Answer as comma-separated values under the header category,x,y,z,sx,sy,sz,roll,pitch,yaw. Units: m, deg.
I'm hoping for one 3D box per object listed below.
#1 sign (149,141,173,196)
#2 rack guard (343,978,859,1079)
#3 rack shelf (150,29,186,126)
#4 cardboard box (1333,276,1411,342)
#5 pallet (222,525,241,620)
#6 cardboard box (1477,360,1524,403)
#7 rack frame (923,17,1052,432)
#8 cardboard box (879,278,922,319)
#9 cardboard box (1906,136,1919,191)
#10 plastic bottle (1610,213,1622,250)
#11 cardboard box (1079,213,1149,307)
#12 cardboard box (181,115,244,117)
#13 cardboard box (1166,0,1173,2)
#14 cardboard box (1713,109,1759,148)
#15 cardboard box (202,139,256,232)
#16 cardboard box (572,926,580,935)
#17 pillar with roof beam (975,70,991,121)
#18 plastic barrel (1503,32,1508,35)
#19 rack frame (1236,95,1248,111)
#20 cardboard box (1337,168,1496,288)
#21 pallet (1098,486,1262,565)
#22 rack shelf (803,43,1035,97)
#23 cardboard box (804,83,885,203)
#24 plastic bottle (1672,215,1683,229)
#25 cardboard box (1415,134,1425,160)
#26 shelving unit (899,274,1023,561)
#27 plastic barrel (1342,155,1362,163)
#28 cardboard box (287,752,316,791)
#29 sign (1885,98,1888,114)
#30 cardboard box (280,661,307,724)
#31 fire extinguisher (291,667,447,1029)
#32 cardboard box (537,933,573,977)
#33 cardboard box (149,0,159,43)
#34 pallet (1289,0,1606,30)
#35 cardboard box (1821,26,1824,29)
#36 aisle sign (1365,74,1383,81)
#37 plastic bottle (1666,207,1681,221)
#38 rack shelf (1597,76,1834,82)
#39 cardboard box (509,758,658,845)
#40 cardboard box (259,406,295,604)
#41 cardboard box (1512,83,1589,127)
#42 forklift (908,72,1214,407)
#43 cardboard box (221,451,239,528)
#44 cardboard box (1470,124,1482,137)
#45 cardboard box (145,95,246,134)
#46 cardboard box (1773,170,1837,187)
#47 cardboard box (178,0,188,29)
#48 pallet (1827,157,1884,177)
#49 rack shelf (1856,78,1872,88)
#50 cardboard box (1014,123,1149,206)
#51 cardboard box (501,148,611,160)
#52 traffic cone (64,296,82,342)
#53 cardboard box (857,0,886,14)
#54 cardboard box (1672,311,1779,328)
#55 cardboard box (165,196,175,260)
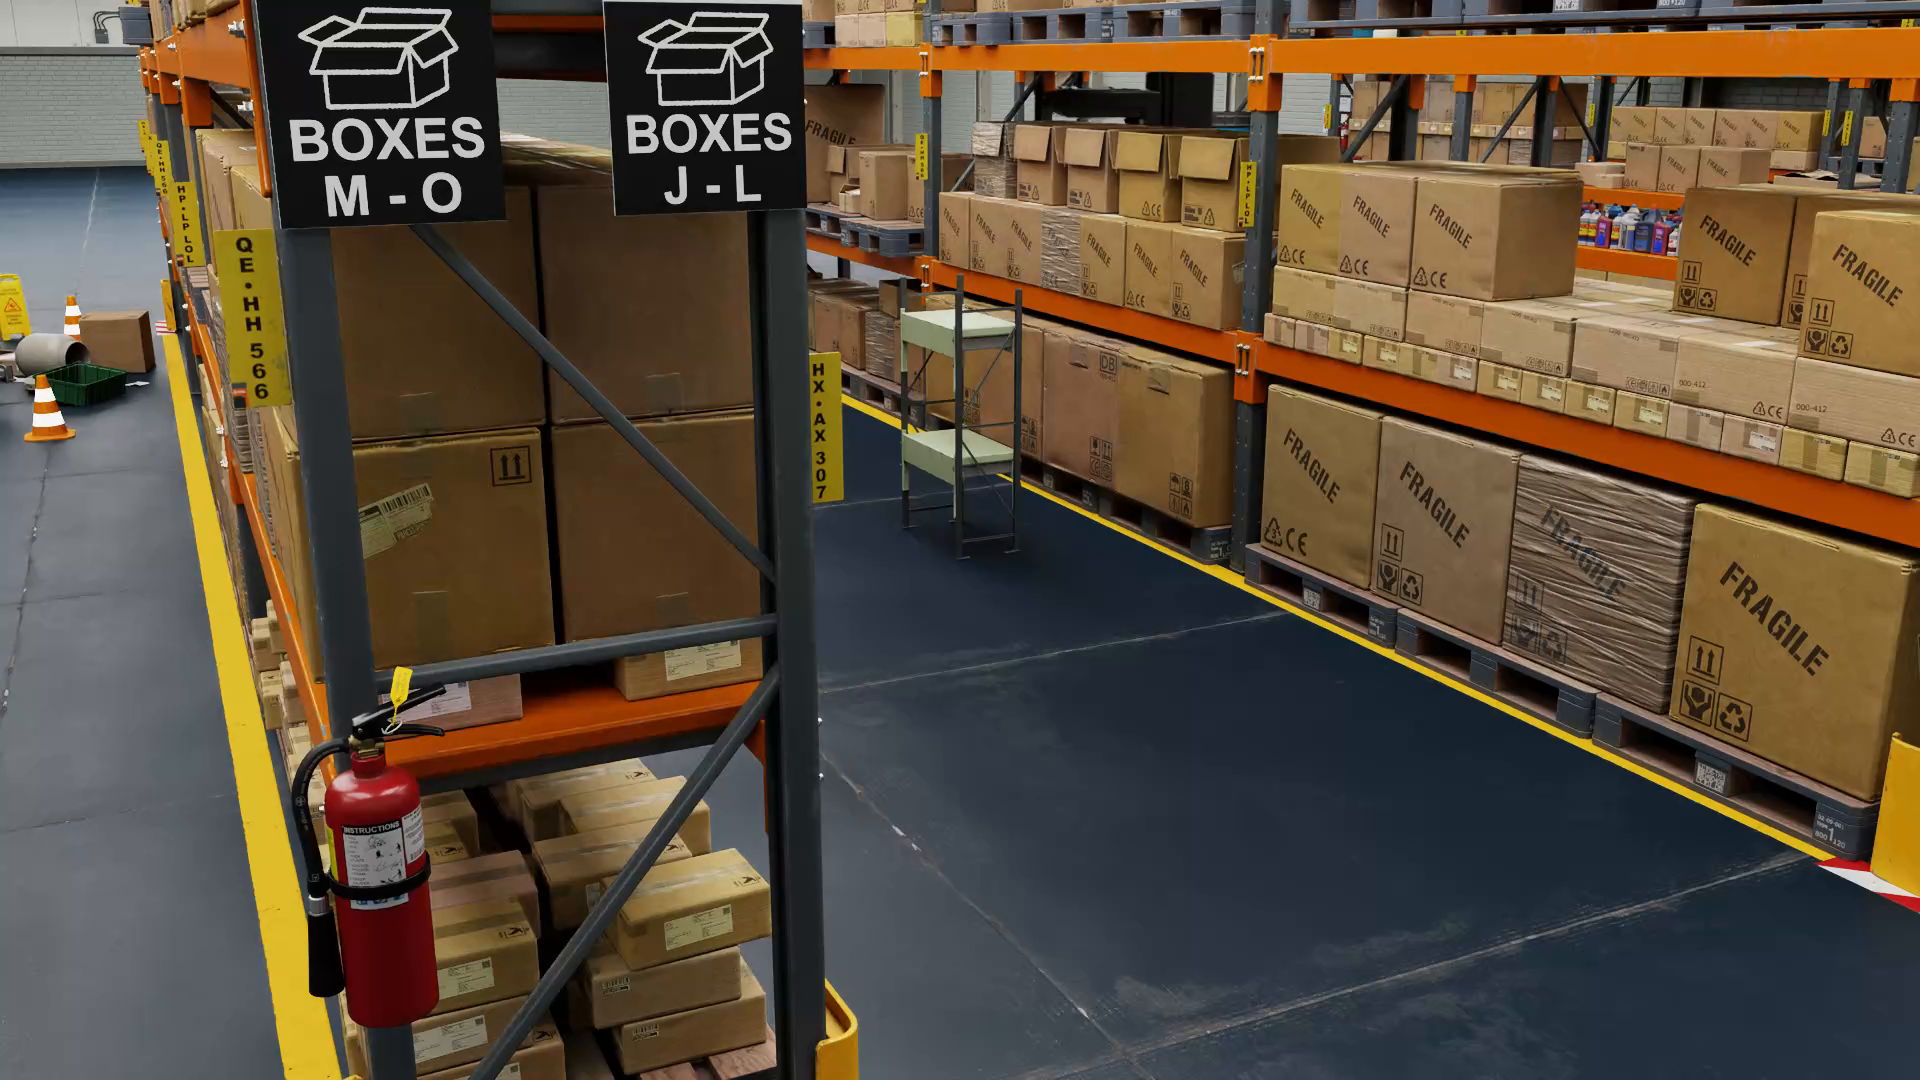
category,x,y,z,sx,sy,sz,roll,pitch,yaw
sign,-4.790,-2.230,9.985,0.100,0.325,0.005,-8,18,-25
rack guard,-0.821,1.425,3.879,1.175,0.500,0.348,-8,18,-25
rack shelf,-3.417,-2.341,8.338,1.077,0.370,4.000,-8,18,-25
cardboard box,2.146,-1.123,7.958,0.500,0.250,0.500,-8,18,-25
pallet,-3.421,0.095,9.037,1.003,0.211,1.213,-8,18,-25
cardboard box,2.477,-0.703,7.219,0.380,0.149,0.250,-8,18,-26
rack frame,0.210,-2.316,12.382,1.000,3.000,0.127,-8,18,-25
cardboard box,-0.352,-1.979,13.583,0.500,0.250,0.500,-6,17,-19
cardboard box,9.494,-3.619,15.982,0.500,0.500,0.700,15,22,42
plastic bottle,5.094,-2.388,12.866,0.097,0.271,0.097,0,16,0
cardboard box,1.066,-1.707,10.080,0.500,0.500,0.500,-8,18,-26
cardboard box,-5.595,-3.012,12.815,0.700,0.500,0.500,-8,18,-26
cardboard box,1.445,-3.234,9.839,0.380,0.149,0.250,-8,18,-27
cardboard box,10.896,-5.730,23.157,0.500,0.500,0.500,-8,18,-26
cardboard box,-2.128,-1.025,5.350,0.500,0.500,0.500,-7,18,-24
cardboard box,-0.856,1.032,4.584,0.380,0.149,0.250,-8,18,-25
pillar with roof beam,-3.236,-14.340,43.409,9.100,9.000,0.400,-8,18,-25
plastic barrel,4.802,-4.524,14.436,0.421,0.512,0.421,0,16,0
rack frame,2.910,-3.906,17.924,1.000,3.000,0.127,-8,18,-25
cardboard box,2.151,-1.483,7.852,0.500,0.500,0.500,-8,18,-25
pallet,1.557,-0.166,9.946,1.003,0.211,1.213,-8,18,-25
rack shelf,-0.666,-3.908,13.796,1.077,0.370,4.000,-8,18,-25
cardboard box,-1.320,-3.584,14.952,1.000,1.000,1.000,-8,18,-25
plastic bottle,5.675,-2.463,13.106,0.061,0.283,0.133,-8,18,-25
cardboard box,6.252,-5.173,22.157,0.700,0.500,0.500,-8,18,-25
shelving unit,-0.003,-0.723,9.550,0.431,1.500,0.755,-8,18,-25
plastic barrel,3.643,-3.418,15.979,0.433,0.535,0.433,0,16,0
cardboard box,-1.985,0.785,5.444,0.380,0.149,0.250,-7,18,-24
sign,12.313,-5.728,22.173,0.100,0.325,0.005,-8,18,-25
cardboard box,-2.181,0.511,5.862,0.380,0.149,0.250,-7,18,-24
fire extinguisher,-1.093,0.577,3.119,0.296,0.674,0.183,-8,18,-25
cardboard box,-1.033,1.126,4.795,0.380,0.149,0.250,-7,18,-24
cardboard box,-4.282,-3.058,9.348,0.500,0.500,0.500,-8,18,-25
pallet,2.311,-2.519,7.813,1.003,0.211,1.213,-8,18,-25
cardboard box,8.867,-5.189,16.468,0.500,0.250,0.500,-9,18,-29
aisle sign,5.847,-6.797,23.285,0.394,0.787,0.004,-8,18,-25
plastic bottle,5.724,-2.526,13.327,0.061,0.283,0.133,-8,18,-25
rack shelf,10.940,-6.695,23.509,1.077,0.370,4.000,-8,18,-25
cardboard box,-1.119,0.771,4.956,0.380,0.149,0.250,-9,18,-28
cardboard box,-1.437,-0.157,4.141,0.500,0.500,0.500,-8,18,-26
cardboard box,7.164,-5.285,20.195,0.700,0.500,0.500,-8,18,-25
forklift,1.090,-2.323,12.530,3.031,2.935,1.130,-1,16,-2
cardboard box,-3.094,-0.264,7.645,0.500,0.250,0.500,-8,18,-26
cardboard box,6.609,-5.158,20.928,0.380,0.149,0.250,-8,18,-25
cardboard box,-7.223,-3.939,15.809,0.875,0.550,0.550,-8,18,-25
cardboard box,8.899,-3.714,17.417,0.500,0.311,0.500,-8,18,-26
cardboard box,-2.347,-1.849,5.591,0.500,0.250,0.500,-8,18,-26
pallet,12.020,-4.804,21.401,1.003,0.211,1.213,-8,18,-25
rack shelf,9.993,-4.112,14.508,1.077,0.370,4.000,-8,18,-25
cardboard box,0.799,-2.501,11.027,0.797,0.503,0.637,-7,18,-24
cardboard box,-1.181,-0.829,4.668,0.500,0.500,0.500,-8,18,-26
traffic cone,-8.841,-2.202,16.586,0.336,0.463,0.334,-8,18,-25
cardboard box,-0.458,-4.260,12.631,0.500,0.500,0.500,-8,18,-25
cardboard box,3.297,-0.808,6.860,0.500,0.250,0.500,-8,18,-27
cardboard box,-5.618,-2.369,12.387,0.500,0.500,0.500,-8,18,-25
